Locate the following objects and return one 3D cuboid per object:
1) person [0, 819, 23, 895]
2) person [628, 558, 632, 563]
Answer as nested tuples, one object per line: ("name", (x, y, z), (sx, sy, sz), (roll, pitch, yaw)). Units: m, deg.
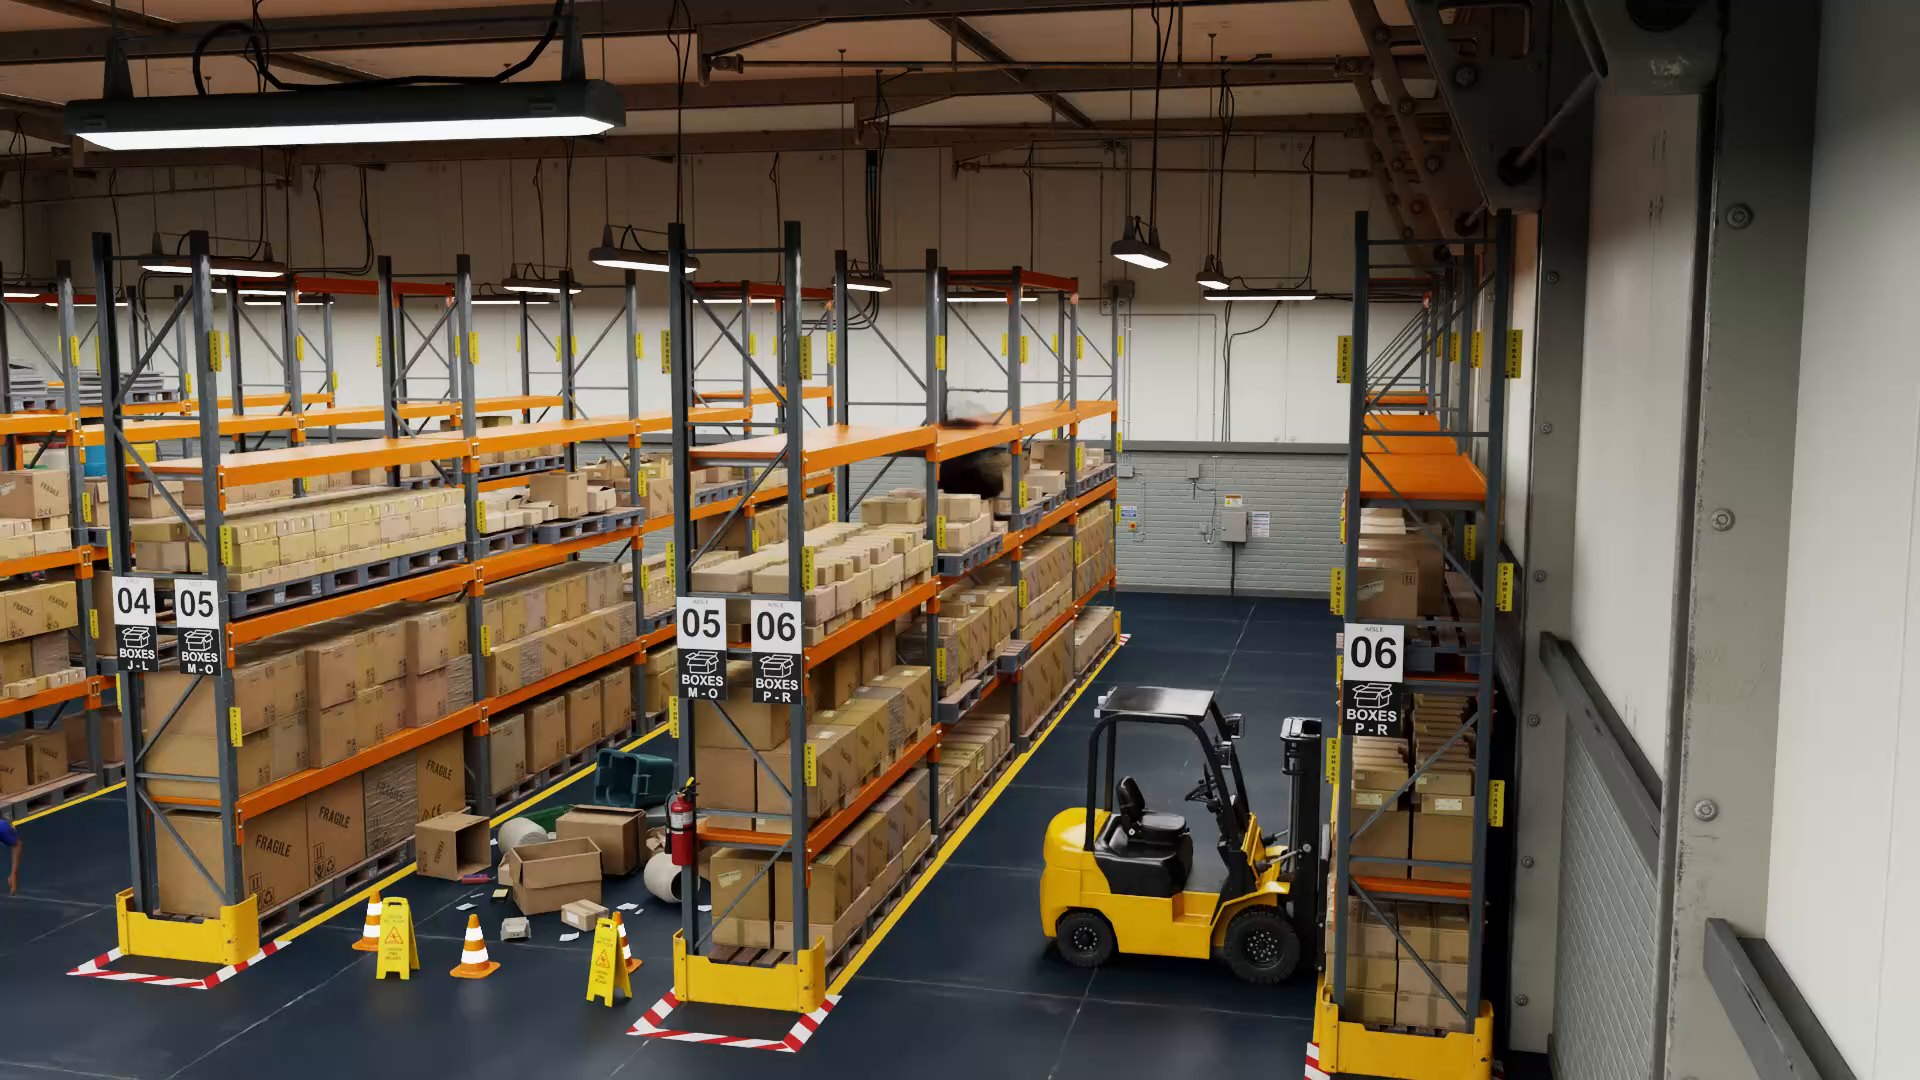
("person", (-7.725, 2.768, 13.027), (0.662, 1.637, 0.921), (-3, 8, -23))
("person", (-5.034, 1.200, 25.833), (0.617, 1.735, 0.931), (1, 7, 7))
